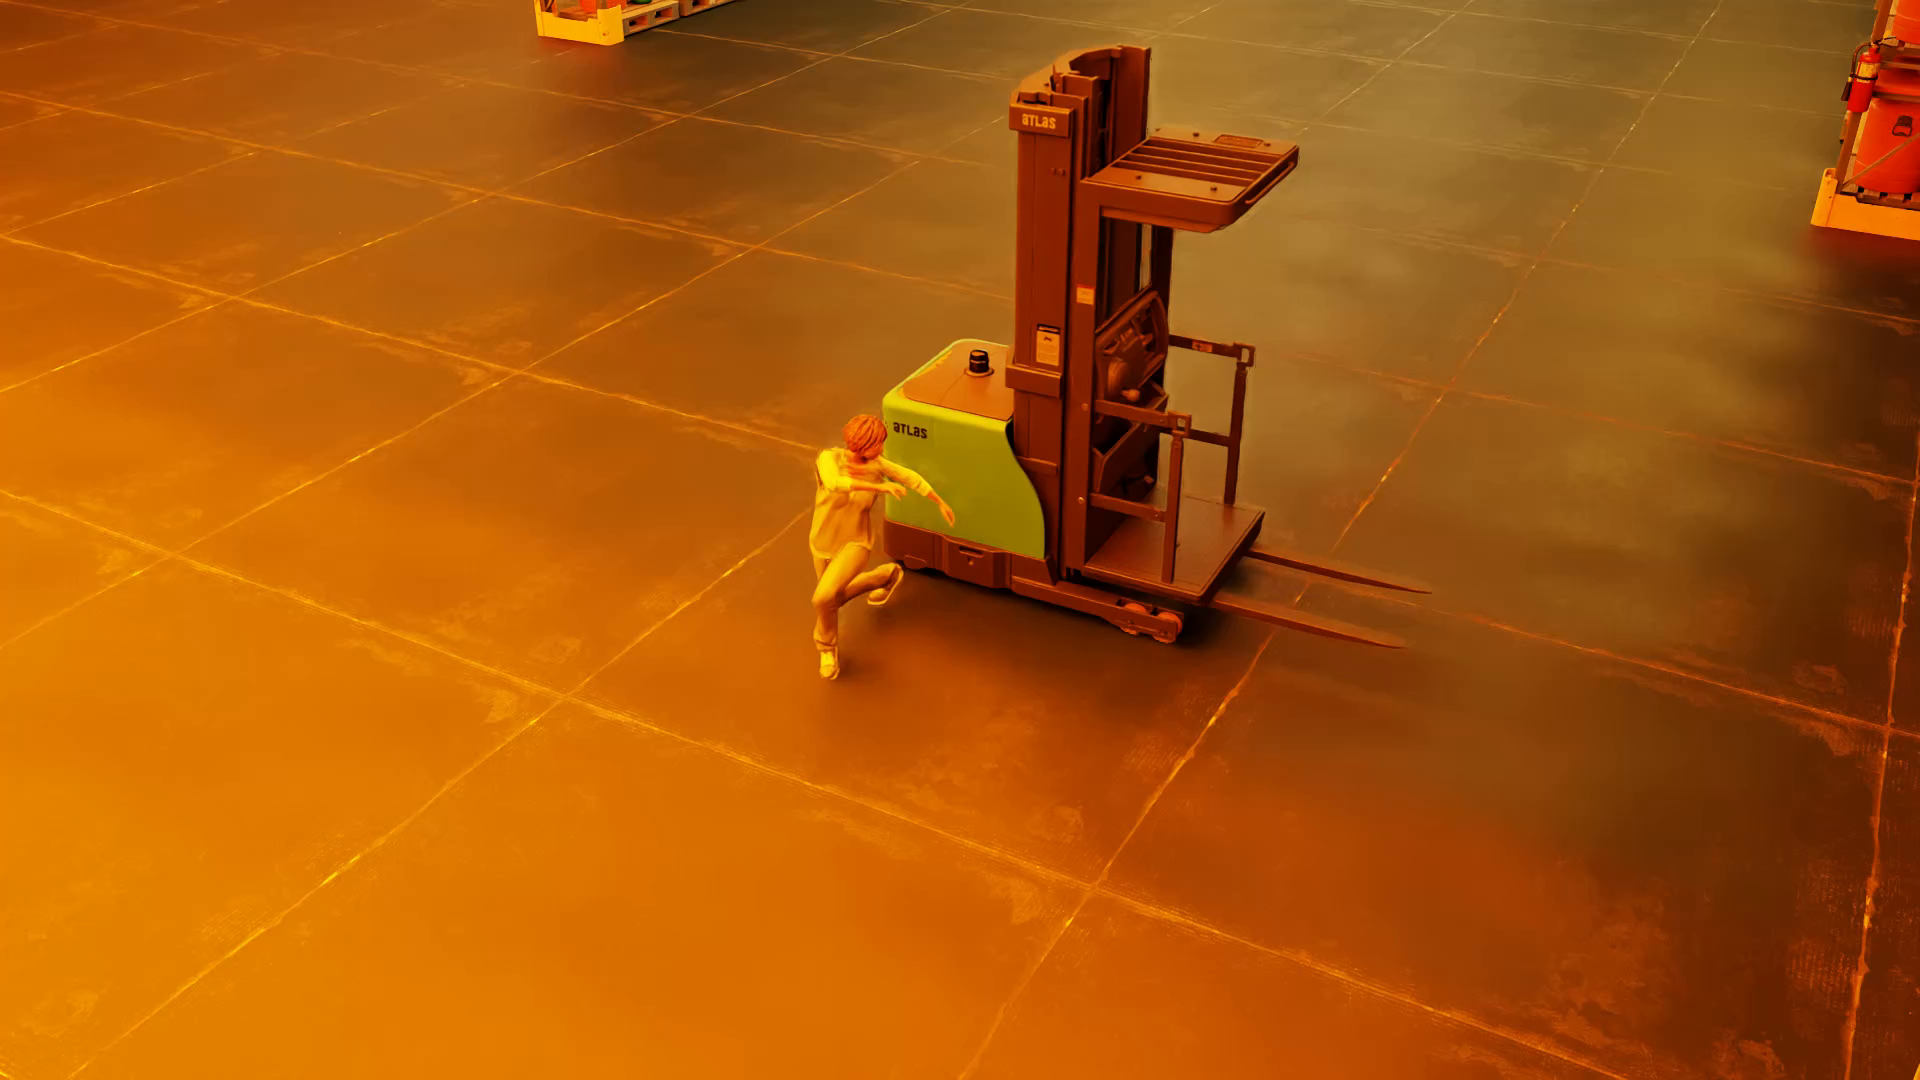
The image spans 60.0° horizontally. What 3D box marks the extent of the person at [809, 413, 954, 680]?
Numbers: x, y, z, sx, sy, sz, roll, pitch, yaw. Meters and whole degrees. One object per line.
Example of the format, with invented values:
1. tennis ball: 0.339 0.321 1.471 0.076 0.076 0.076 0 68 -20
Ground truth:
1. person: -0.438 0.031 8.765 0.702 1.226 0.880 7 31 11

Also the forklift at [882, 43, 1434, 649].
1. forklift: 1.100 -1.014 8.827 3.031 2.935 1.130 14 33 23
